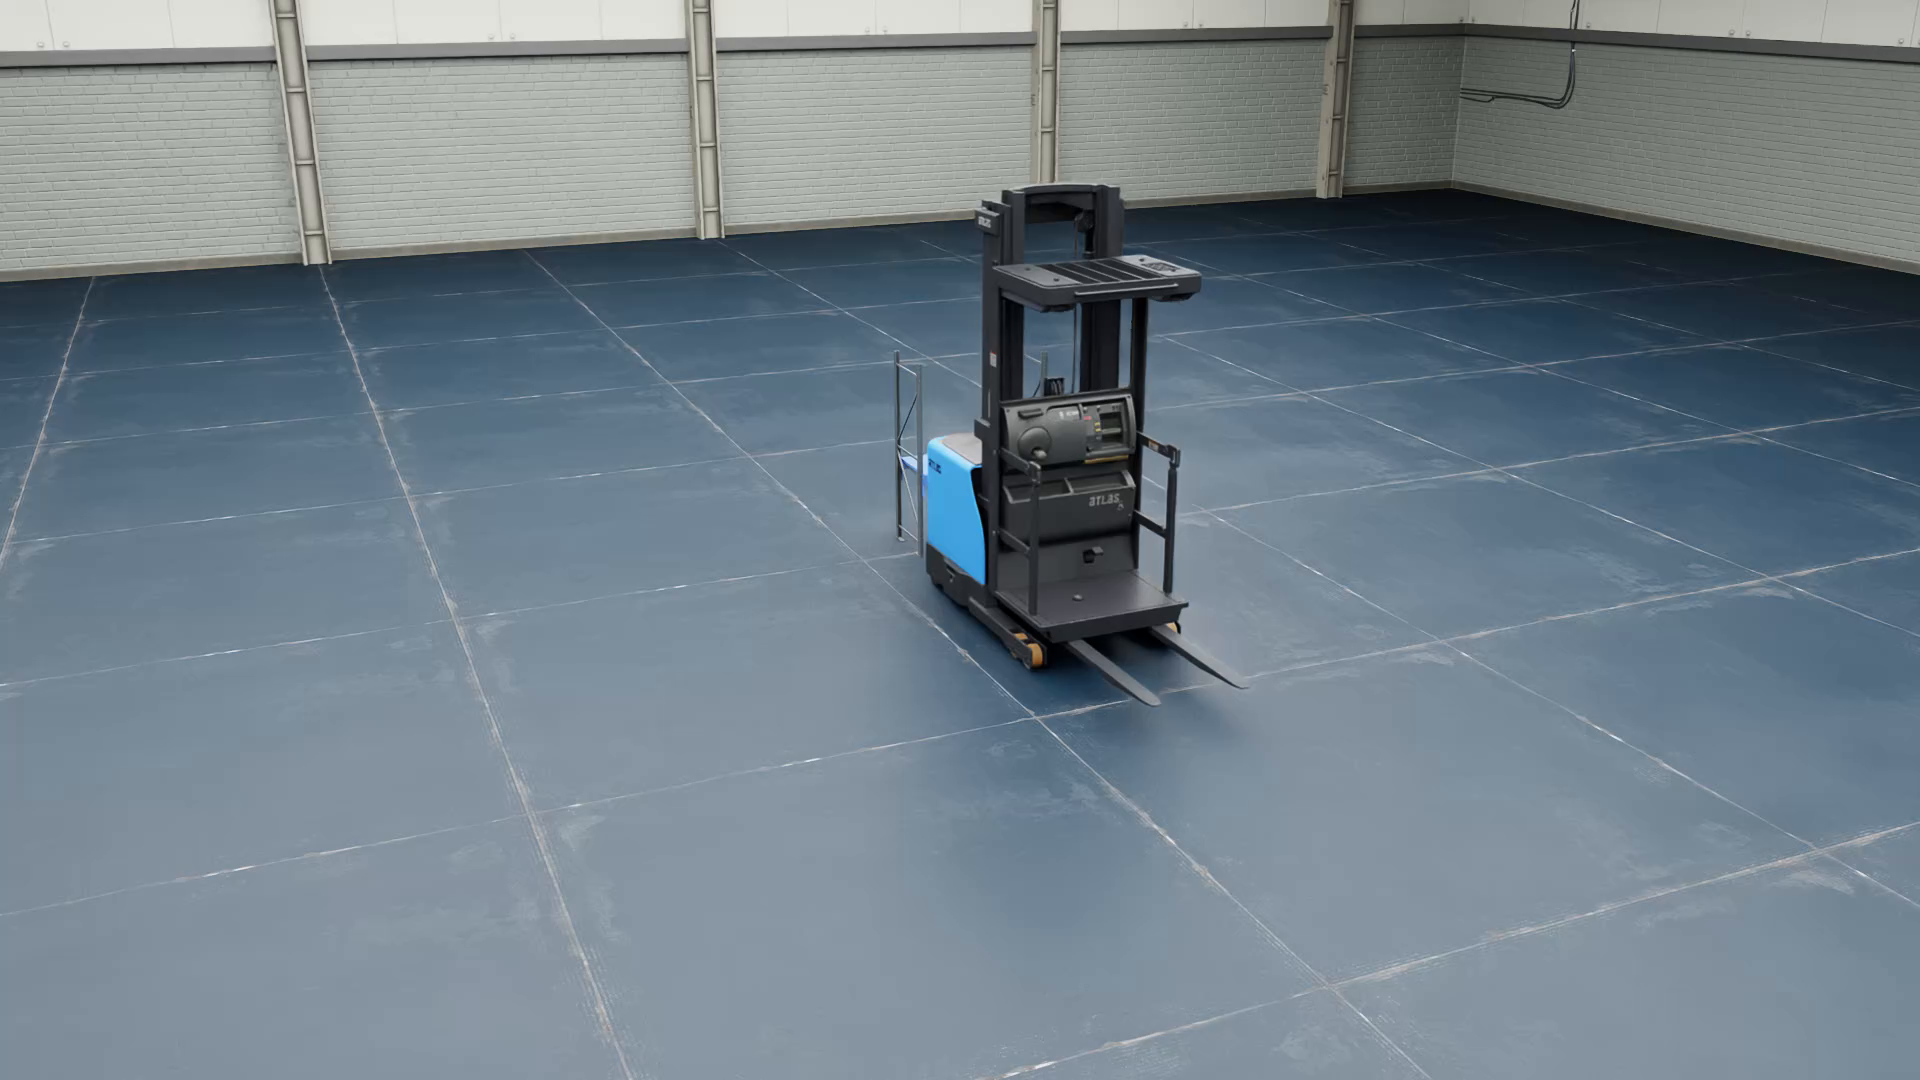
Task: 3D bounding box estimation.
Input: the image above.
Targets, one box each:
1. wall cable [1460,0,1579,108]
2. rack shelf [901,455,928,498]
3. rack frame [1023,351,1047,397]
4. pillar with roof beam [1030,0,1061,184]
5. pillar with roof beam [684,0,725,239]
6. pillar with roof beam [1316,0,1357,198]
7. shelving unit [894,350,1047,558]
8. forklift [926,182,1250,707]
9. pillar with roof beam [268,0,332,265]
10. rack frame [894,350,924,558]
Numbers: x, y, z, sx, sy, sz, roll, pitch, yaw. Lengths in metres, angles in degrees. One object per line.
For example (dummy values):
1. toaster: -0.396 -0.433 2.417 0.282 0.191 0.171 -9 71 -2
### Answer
1. wall cable: 10.201 -9.255 30.432 0.112 2.526 3.097 -8 21 -22
2. rack shelf: 0.078 -0.549 12.865 1.000 0.185 0.538 -8 21 -22
3. rack frame: 0.545 -0.786 12.995 0.032 1.500 0.500 -8 21 -22
4. pillar with roof beam: 3.169 -8.633 23.990 0.400 9.000 9.100 -8 21 -22
5. pillar with roof beam: -2.341 -7.843 21.749 0.400 9.000 9.100 -8 21 -22
6. pillar with roof beam: 8.678 -9.422 26.232 0.400 9.000 9.100 -8 21 -22
7. shelving unit: 0.078 -0.719 12.805 1.048 1.500 0.538 -8 21 -22
8. forklift: 0.809 -0.716 10.642 1.130 2.935 3.031 -8 21 -22
9. pillar with roof beam: -7.850 -7.054 19.507 0.400 9.000 9.100 -8 21 -22
10. rack frame: -0.388 -0.652 12.615 0.032 1.500 0.500 -8 21 -22
